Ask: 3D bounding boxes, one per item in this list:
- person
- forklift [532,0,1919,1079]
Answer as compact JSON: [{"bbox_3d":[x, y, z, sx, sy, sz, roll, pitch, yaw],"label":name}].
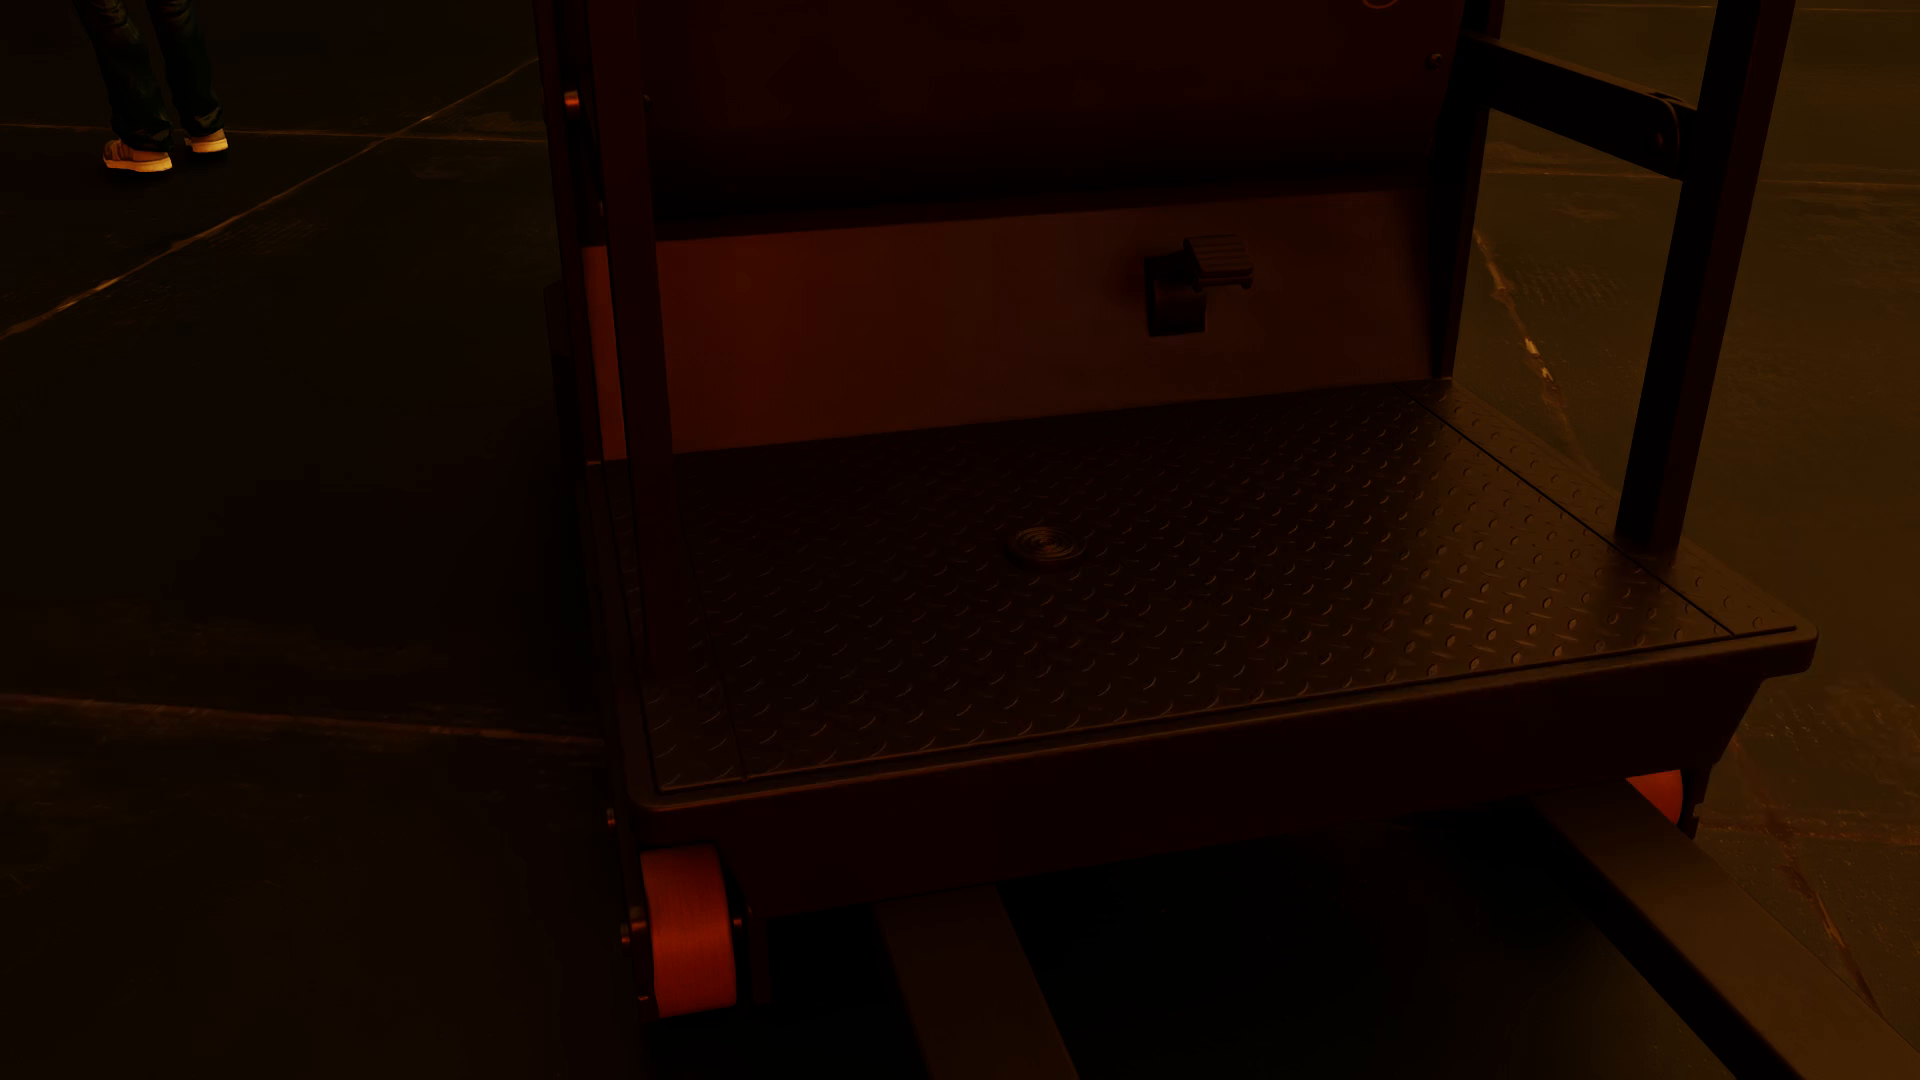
[{"bbox_3d":[-2.197,-1.724,4.150,0.520,1.599,0.472,-23,34,-38],"label":"person"},{"bbox_3d":[0.153,-1.049,1.319,1.130,2.935,3.031,-7,27,-13],"label":"forklift"}]
